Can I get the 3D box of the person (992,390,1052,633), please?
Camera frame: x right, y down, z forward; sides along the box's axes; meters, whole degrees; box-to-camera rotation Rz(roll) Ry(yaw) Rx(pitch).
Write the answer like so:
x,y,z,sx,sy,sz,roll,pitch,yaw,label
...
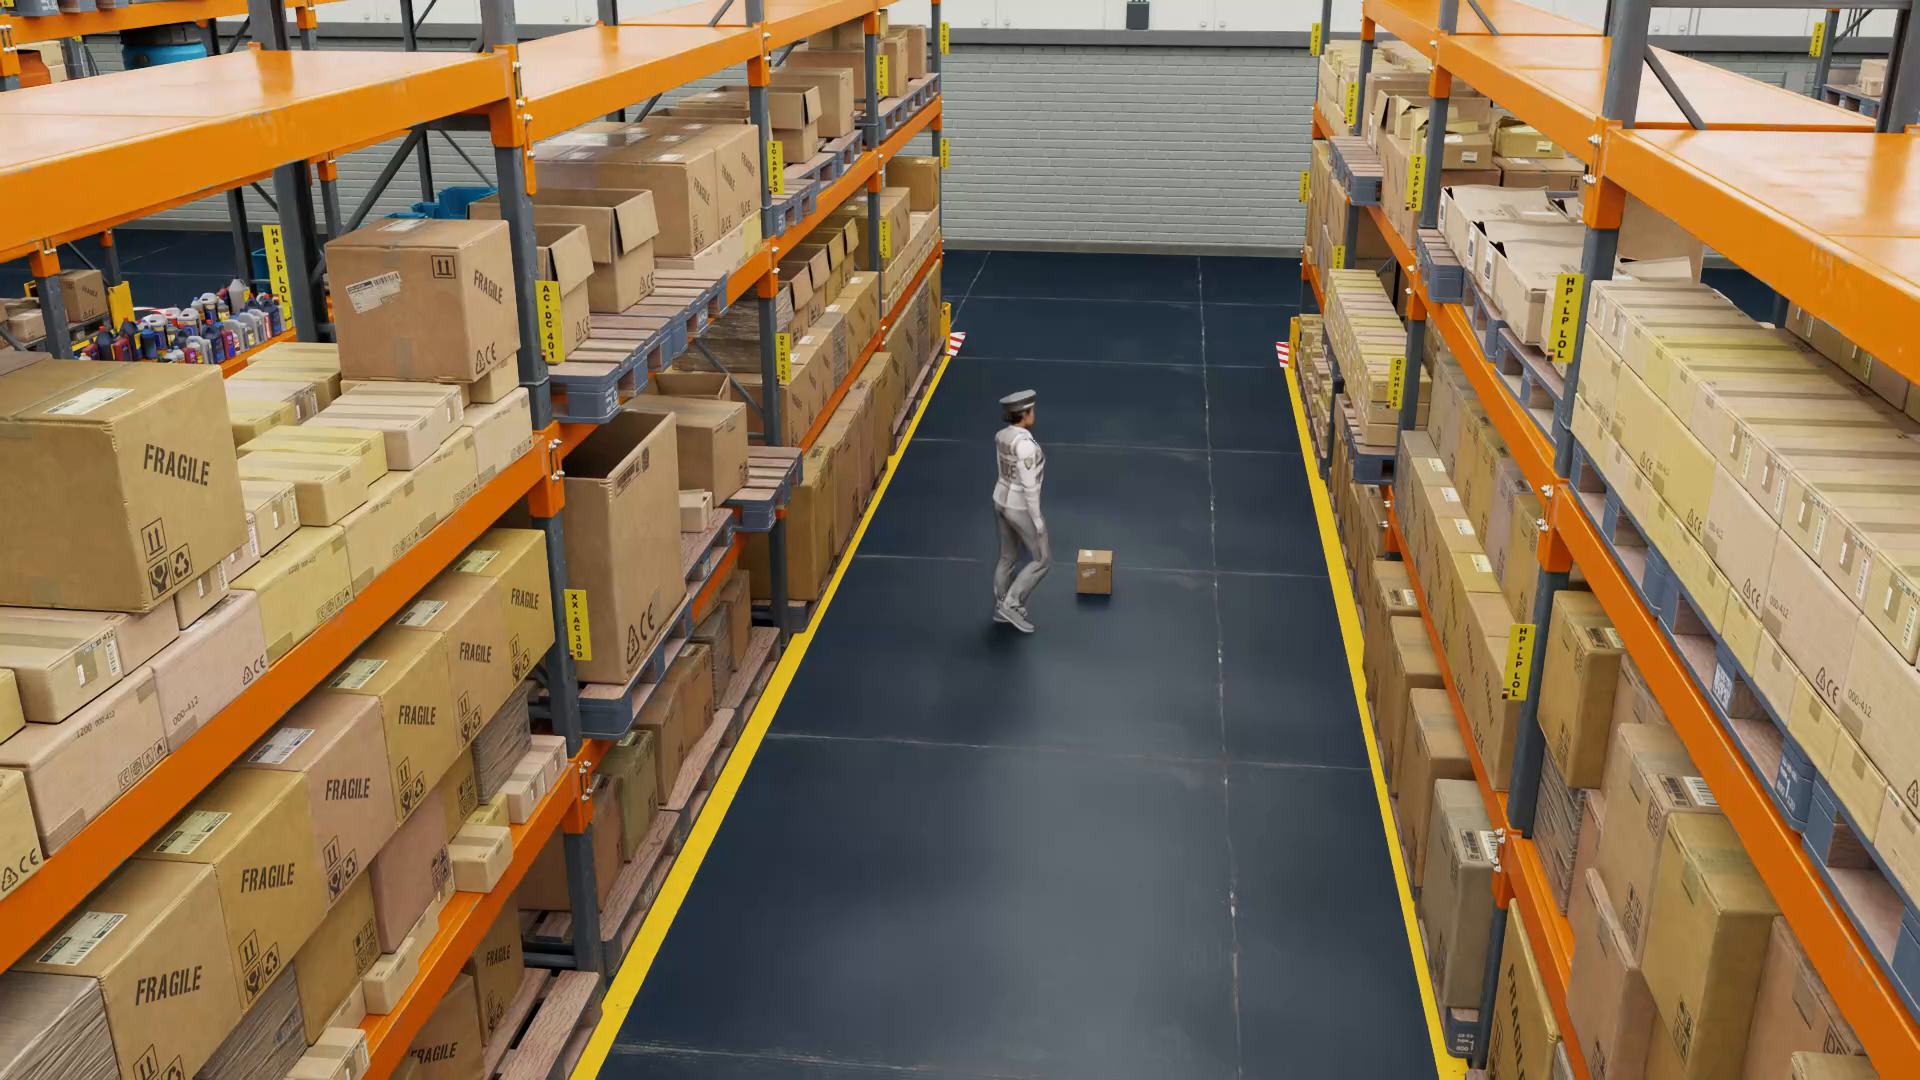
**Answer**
x,y,z,sx,sy,sz,roll,pitch,yaw,label
0.390,-0.191,11.521,0.413,1.667,0.577,-9,23,-22,person
